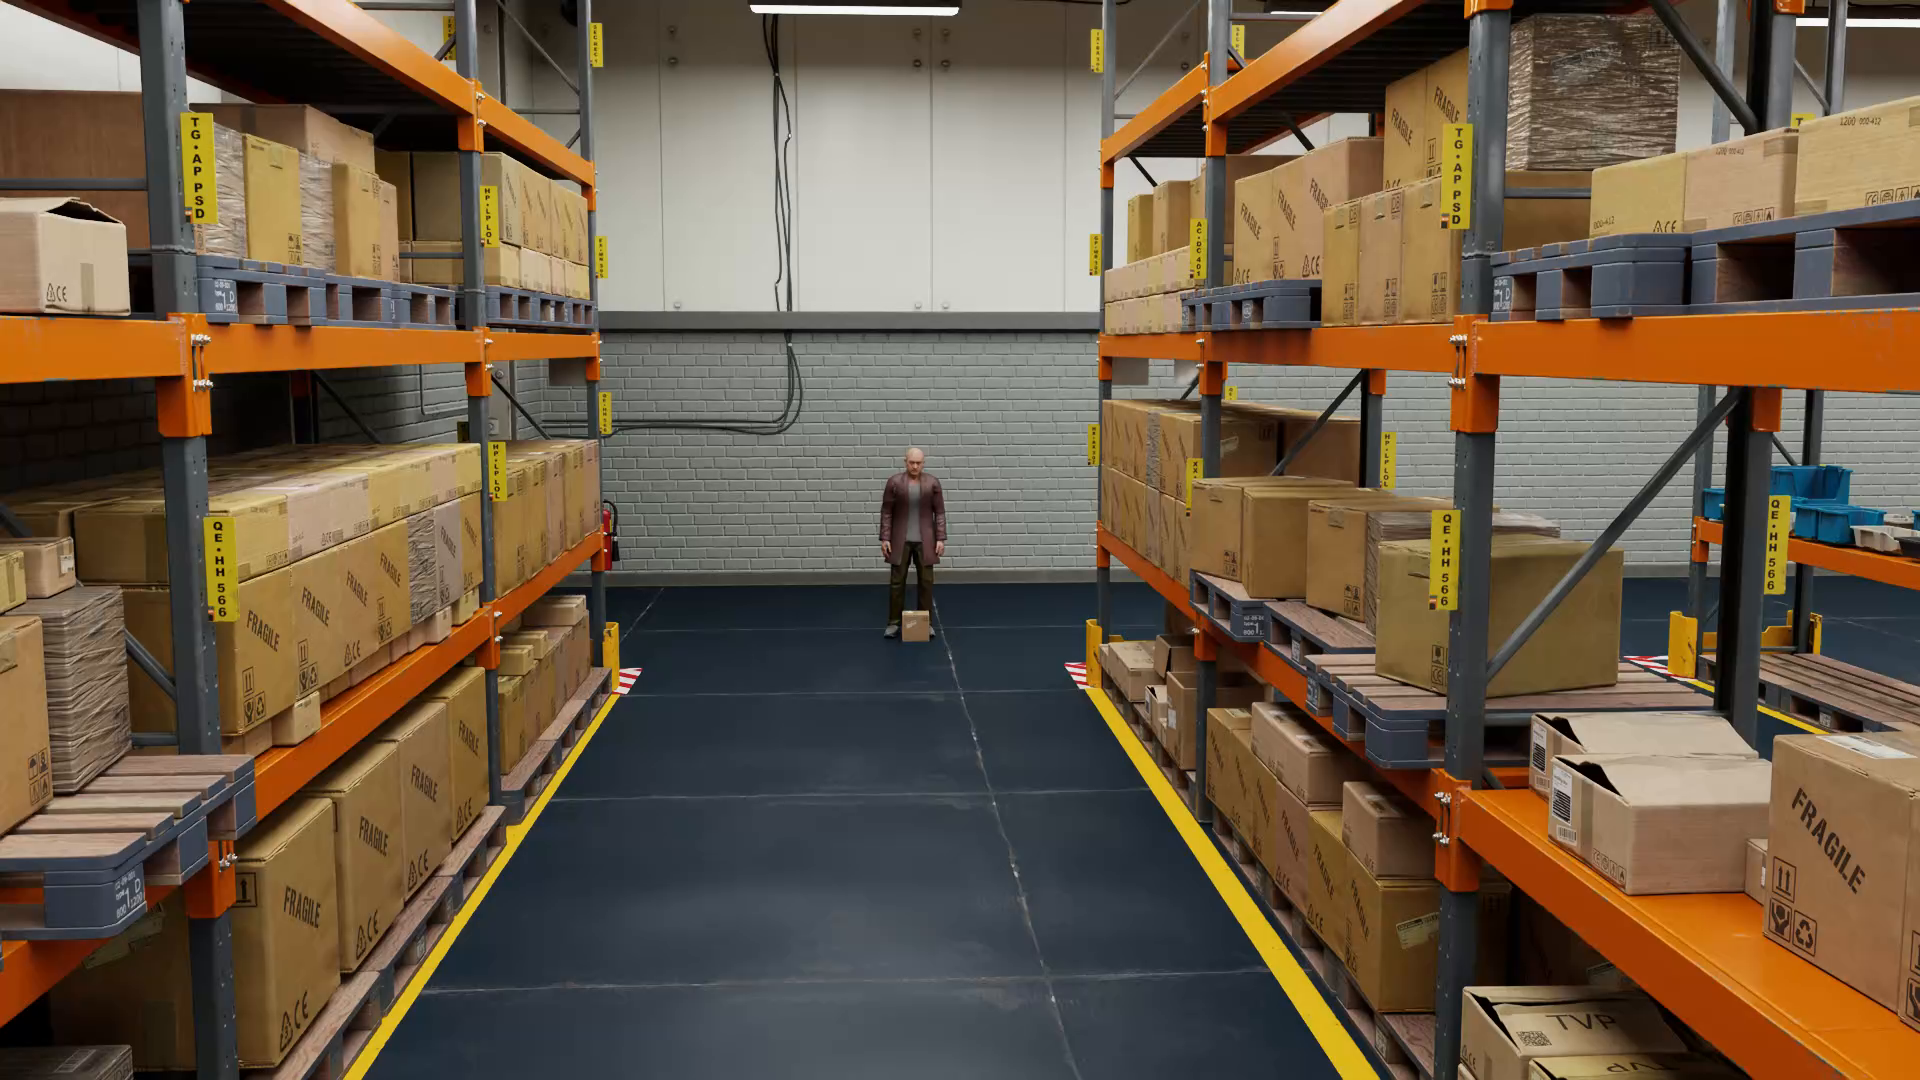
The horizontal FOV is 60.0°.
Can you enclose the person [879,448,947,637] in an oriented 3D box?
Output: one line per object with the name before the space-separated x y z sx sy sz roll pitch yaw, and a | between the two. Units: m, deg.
person | -0.442 0.017 15.650 0.644 1.774 0.425 0 7 -3
